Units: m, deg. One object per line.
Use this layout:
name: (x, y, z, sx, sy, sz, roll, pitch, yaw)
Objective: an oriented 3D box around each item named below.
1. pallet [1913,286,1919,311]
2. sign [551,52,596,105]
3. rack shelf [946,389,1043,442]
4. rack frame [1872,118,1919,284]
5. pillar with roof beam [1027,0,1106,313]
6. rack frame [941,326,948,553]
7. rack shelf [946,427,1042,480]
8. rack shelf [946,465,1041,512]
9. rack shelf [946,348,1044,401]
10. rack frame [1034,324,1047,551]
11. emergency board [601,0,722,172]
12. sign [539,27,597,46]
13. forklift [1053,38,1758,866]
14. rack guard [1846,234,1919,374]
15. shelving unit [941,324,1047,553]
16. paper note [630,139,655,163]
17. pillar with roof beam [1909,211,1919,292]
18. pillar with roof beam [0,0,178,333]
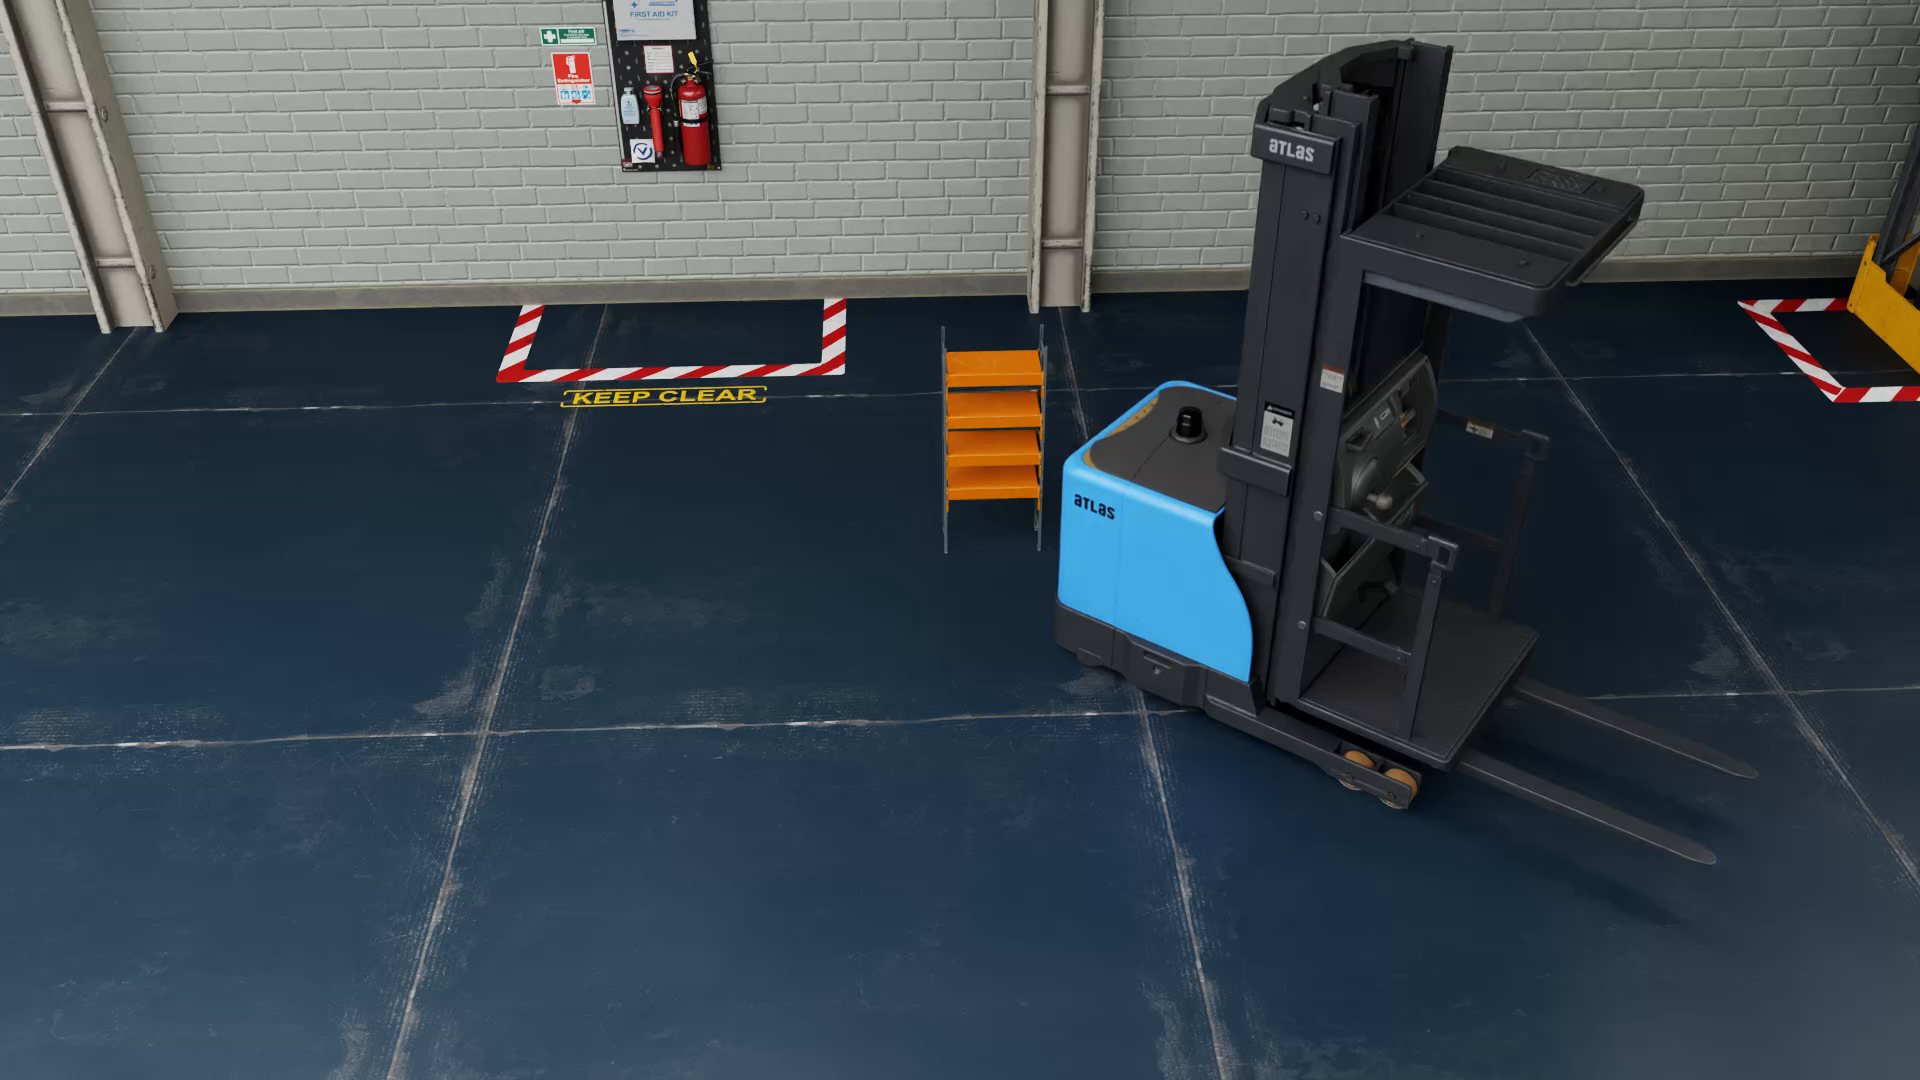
pallet: (6.877, -1.328, 10.520, 1.213, 0.211, 1.003, -2, 35, -2)
sign: (-2.374, -2.833, 10.213, 0.234, 0.329, 0.001, -2, 35, -2)
rack shelf: (0.165, -0.626, 8.362, 0.480, 0.148, 0.258, -2, 35, -2)
rack frame: (5.988, -2.471, 9.721, 0.127, 3.000, 1.000, -2, 35, -2)
pillar with roof beam: (0.857, -2.840, 4.982, 0.400, 9.000, 9.100, -2, 35, -2)
rack frame: (-0.078, -0.491, 8.442, 0.015, 1.200, 0.240, -2, 35, -2)
rack shelf: (0.165, -0.443, 8.490, 0.480, 0.148, 0.258, -2, 35, -2)
rack shelf: (0.165, -0.279, 8.603, 0.480, 0.148, 0.258, -2, 35, -2)
rack shelf: (0.165, -0.821, 8.228, 0.480, 0.148, 0.258, -2, 35, -2)
rack frame: (0.409, -0.504, 8.461, 0.015, 1.200, 0.240, -2, 35, -2)
emergency board: (-1.817, -2.775, 10.160, 0.643, 1.169, 0.194, -2, 35, -2)
sign: (-2.369, -3.046, 10.055, 0.331, 0.109, 0.001, -2, 35, -2)
forklift: (1.936, -0.401, 6.790, 3.031, 2.935, 1.130, 23, 41, 29)
rack guard: (6.064, -1.445, 10.435, 0.348, 0.500, 1.175, -2, 35, -2)
shelving unit: (0.165, -0.498, 8.451, 0.503, 1.200, 0.258, -2, 35, -2)
paper note: (-1.997, -2.447, 10.461, 0.142, 0.148, 0.016, -2, 35, -2)
pillar with roof beam: (6.850, -3.001, 5.215, 0.400, 9.000, 9.100, -2, 35, -2)
pillar with roof beam: (-5.136, -2.678, 4.748, 0.400, 9.000, 9.100, -2, 35, -2)
